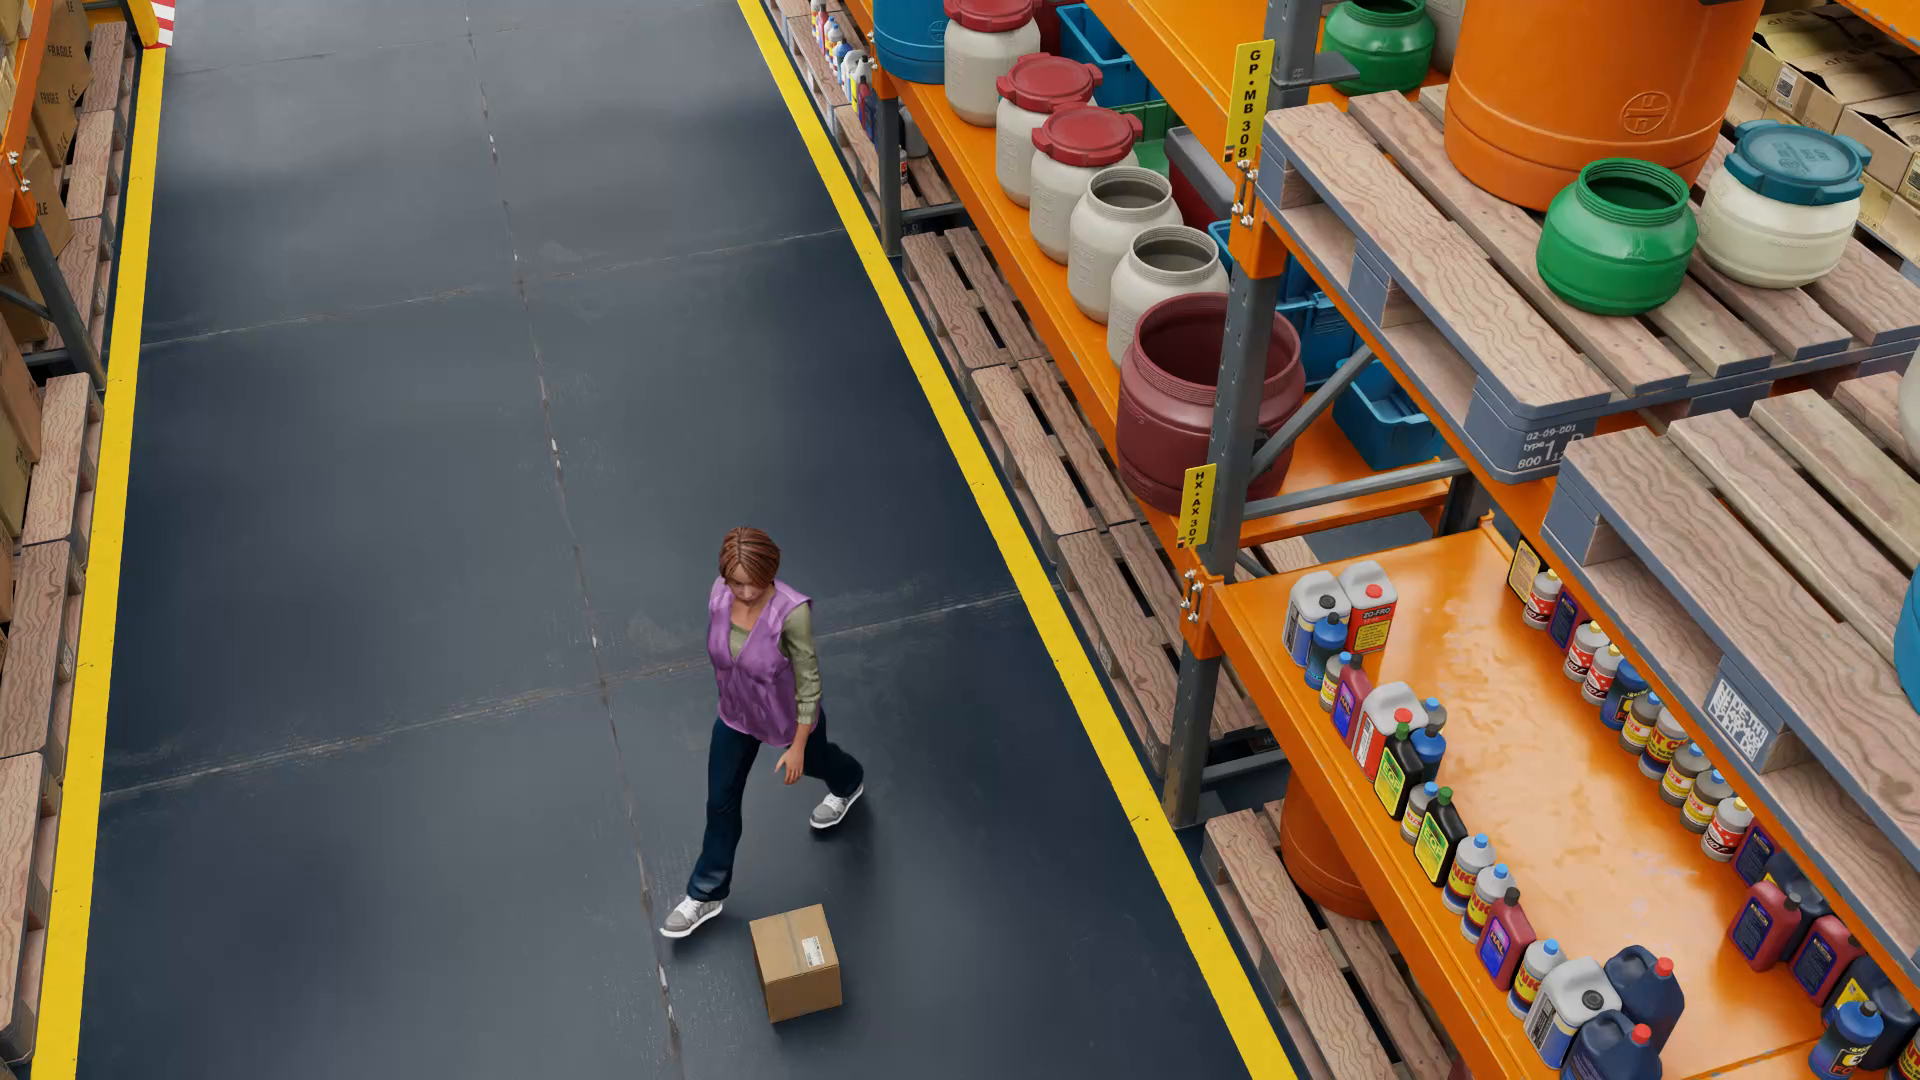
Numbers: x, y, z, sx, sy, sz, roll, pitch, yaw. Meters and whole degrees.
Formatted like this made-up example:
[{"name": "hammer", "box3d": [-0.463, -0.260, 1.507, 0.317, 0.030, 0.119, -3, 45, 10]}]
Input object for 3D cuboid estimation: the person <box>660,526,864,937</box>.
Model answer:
[{"name": "person", "box3d": [-0.673, 0.621, 5.519, 0.444, 1.530, 0.949, 17, 45, 17]}]
